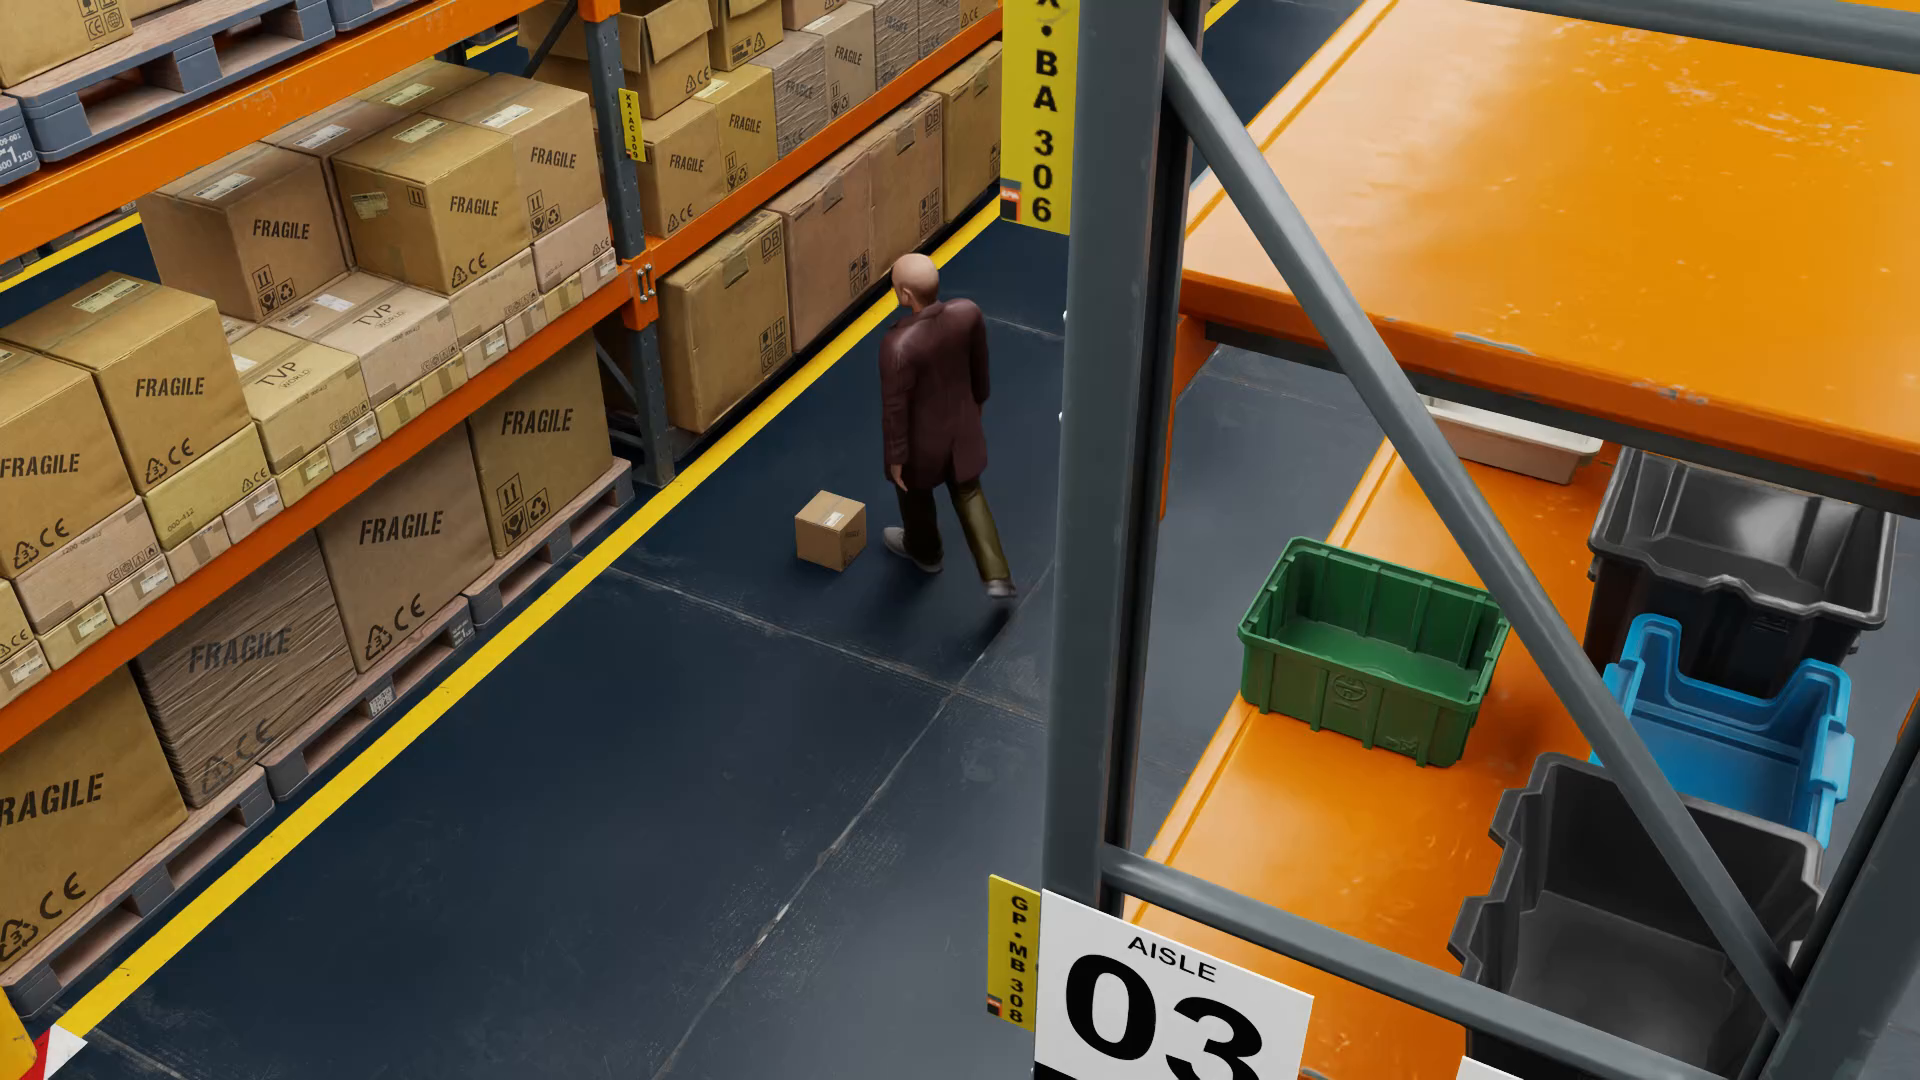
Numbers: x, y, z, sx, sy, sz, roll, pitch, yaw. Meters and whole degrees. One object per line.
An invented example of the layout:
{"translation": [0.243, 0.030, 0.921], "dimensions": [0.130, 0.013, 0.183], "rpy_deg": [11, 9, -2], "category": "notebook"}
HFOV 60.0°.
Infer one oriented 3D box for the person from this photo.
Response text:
{"translation": [-0.078, -0.476, 7.382], "dimensions": [0.652, 1.763, 0.934], "rpy_deg": [-24, 43, -28], "category": "person"}
